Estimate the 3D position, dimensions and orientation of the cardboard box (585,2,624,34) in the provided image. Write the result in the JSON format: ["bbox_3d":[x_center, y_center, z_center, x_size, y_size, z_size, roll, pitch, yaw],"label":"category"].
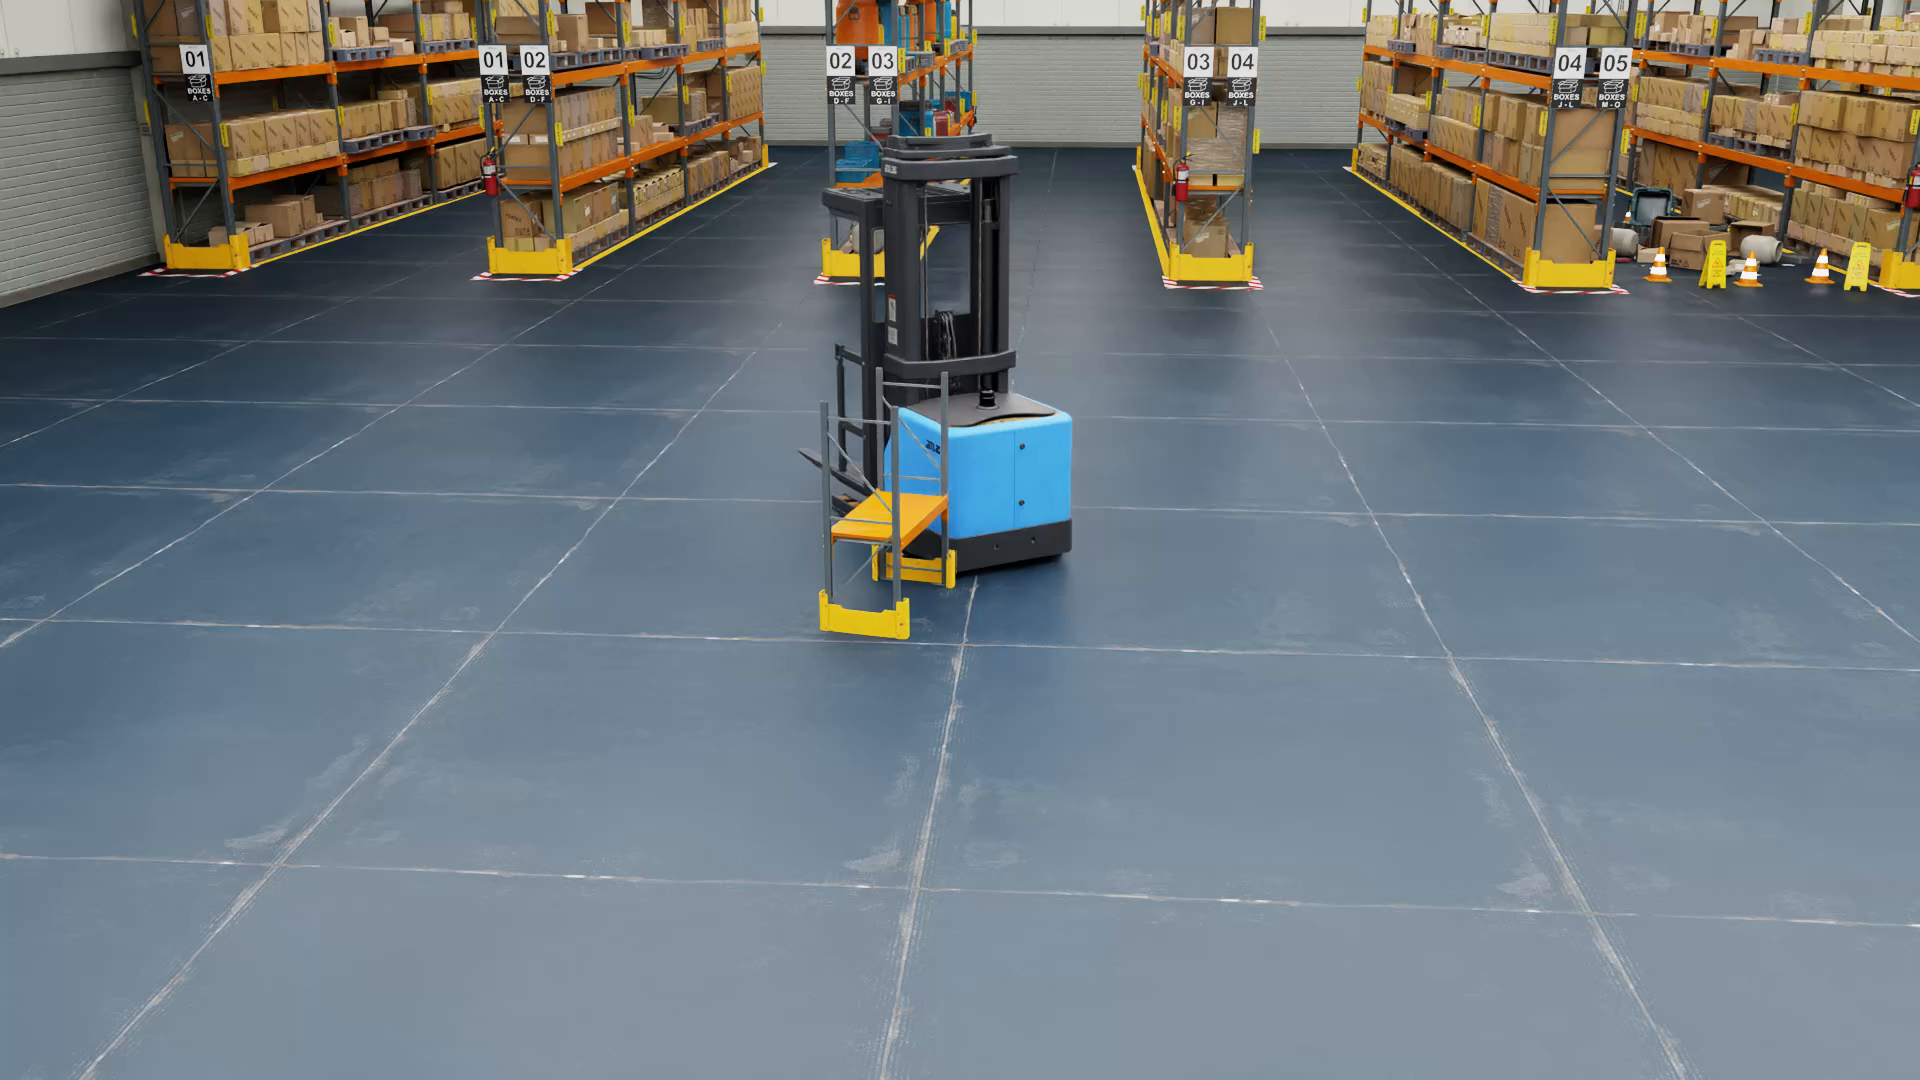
[{"bbox_3d":[-5.930,-8.719,27.760,0.500,0.500,0.500,2,18,5],"label":"cardboard box"}]

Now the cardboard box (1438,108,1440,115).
[{"bbox_3d":[9.419,-8.263,32.075,0.380,0.149,0.250,1,18,3],"label":"cardboard box"}]

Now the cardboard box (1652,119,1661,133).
[{"bbox_3d":[13.942,-8.138,32.682,0.500,0.250,0.500,1,18,3],"label":"cardboard box"}]

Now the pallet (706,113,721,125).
[{"bbox_3d":[-5.606,-8.766,34.666,1.003,0.211,1.213,1,18,4],"label":"pallet"}]

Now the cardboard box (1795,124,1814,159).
[{"bbox_3d":[13.442,-6.233,25.990,0.500,0.500,0.500,1,18,4],"label":"cardboard box"}]

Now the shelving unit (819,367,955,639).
[{"bbox_3d":[-0.465,-0.270,10.838,0.587,1.500,1.083,5,19,16],"label":"shelving unit"}]

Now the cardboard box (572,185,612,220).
[{"bbox_3d":[-5.909,-5.408,26.648,0.500,0.500,0.500,1,18,4],"label":"cardboard box"}]

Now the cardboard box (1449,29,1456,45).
[{"bbox_3d":[8.786,-8.722,28.812,0.500,0.250,0.500,2,18,5],"label":"cardboard box"}]

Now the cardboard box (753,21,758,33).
[{"bbox_3d":[-4.936,-11.772,38.152,0.500,0.250,0.500,1,18,4],"label":"cardboard box"}]

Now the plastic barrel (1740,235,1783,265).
[{"bbox_3d":[12.103,-4.383,25.121,0.512,0.421,0.421,17,25,41],"label":"plastic barrel"}]

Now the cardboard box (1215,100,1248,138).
[{"bbox_3d":[3.891,-5.982,23.619,0.500,0.500,0.500,1,18,4],"label":"cardboard box"}]

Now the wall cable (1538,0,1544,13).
[{"bbox_3d":[14.738,-14.525,42.301,0.463,3.000,0.029,1,18,4],"label":"wall cable"}]

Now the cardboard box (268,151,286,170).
[{"bbox_3d":[-10.825,-5.888,25.783,0.500,0.250,0.500,1,18,3],"label":"cardboard box"}]

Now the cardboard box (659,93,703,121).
[{"bbox_3d":[-5.538,-8.585,32.972,0.700,0.500,0.500,5,19,14],"label":"cardboard box"}]

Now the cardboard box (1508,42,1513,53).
[{"bbox_3d":[8.352,-7.306,24.653,0.380,0.149,0.250,1,18,4],"label":"cardboard box"}]

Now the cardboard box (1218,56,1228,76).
[{"bbox_3d":[3.872,-6.652,23.329,0.500,0.250,0.500,2,18,6],"label":"cardboard box"}]

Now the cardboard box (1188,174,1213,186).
[{"bbox_3d":[3.395,-5.127,23.657,0.380,0.149,0.250,1,18,4],"label":"cardboard box"}]

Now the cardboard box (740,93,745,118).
[{"bbox_3d":[-5.060,-9.617,36.795,0.500,0.500,0.500,1,18,4],"label":"cardboard box"}]

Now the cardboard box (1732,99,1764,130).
[{"bbox_3d":[13.713,-7.344,28.705,0.500,0.500,0.500,2,18,5],"label":"cardboard box"}]

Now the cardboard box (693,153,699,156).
[{"bbox_3d":[-5.745,-7.813,34.759,0.500,0.500,0.500,2,18,5],"label":"cardboard box"}]

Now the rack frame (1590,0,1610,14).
[{"bbox_3d":[14.612,-12.752,36.890,1.000,3.000,0.127,1,18,4],"label":"rack frame"}]

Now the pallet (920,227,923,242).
[{"bbox_3d":[-1.163,-4.974,27.263,1.003,0.211,1.213,1,18,4],"label":"pallet"}]

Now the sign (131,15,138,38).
[{"bbox_3d":[-11.794,-7.350,23.798,0.100,0.325,0.005,1,18,4],"label":"sign"}]

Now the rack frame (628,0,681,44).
[{"bbox_3d":[-5.727,-10.711,30.661,1.000,3.000,0.127,1,18,4],"label":"rack frame"}]

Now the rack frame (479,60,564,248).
[{"bbox_3d":[-6.300,-5.376,24.012,1.000,3.000,0.127,1,18,4],"label":"rack frame"}]

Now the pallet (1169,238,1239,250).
[{"bbox_3d":[3.769,-4.481,25.761,1.003,0.211,1.213,1,18,4],"label":"pallet"}]

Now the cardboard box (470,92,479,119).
[{"bbox_3d":[-10.234,-8.947,34.241,0.500,0.500,0.500,1,18,4],"label":"cardboard box"}]

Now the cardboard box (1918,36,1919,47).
[{"bbox_3d":[13.194,-6.729,22.447,0.380,0.149,0.250,1,18,4],"label":"cardboard box"}]

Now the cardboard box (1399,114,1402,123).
[{"bbox_3d":[8.784,-8.223,32.429,0.380,0.149,0.250,0,18,1],"label":"cardboard box"}]

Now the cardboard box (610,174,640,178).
[{"bbox_3d":[-6.126,-6.542,30.412,0.500,0.311,0.500,1,18,2],"label":"cardboard box"}]

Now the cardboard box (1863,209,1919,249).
[{"bbox_3d":[13.262,-4.436,23.682,0.500,0.500,0.500,1,18,4],"label":"cardboard box"}]

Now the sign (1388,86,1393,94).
[{"bbox_3d":[8.838,-9.160,34.169,0.100,0.325,0.005,1,18,4],"label":"sign"}]

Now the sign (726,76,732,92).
[{"bbox_3d":[-4.886,-9.642,35.171,0.100,0.325,0.005,1,18,4],"label":"sign"}]

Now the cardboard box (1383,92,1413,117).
[{"bbox_3d":[9.133,-9.084,34.690,0.500,0.500,0.500,1,18,4],"label":"cardboard box"}]

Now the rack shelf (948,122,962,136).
[{"bbox_3d":[-0.643,-8.028,33.262,1.077,0.370,4.000,1,18,4],"label":"rack shelf"}]

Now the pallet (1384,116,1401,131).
[{"bbox_3d":[9.180,-8.413,33.589,1.003,0.211,1.213,1,18,4],"label":"pallet"}]

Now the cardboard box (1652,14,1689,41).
[{"bbox_3d":[13.972,-10.065,32.669,0.500,0.500,0.500,1,18,3],"label":"cardboard box"}]

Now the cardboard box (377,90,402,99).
[{"bbox_3d":[-10.671,-8.327,31.109,0.380,0.149,0.250,-2,18,-5],"label":"cardboard box"}]

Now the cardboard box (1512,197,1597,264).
[{"bbox_3d":[8.503,-4.413,23.813,0.875,0.875,0.875,1,18,4],"label":"cardboard box"}]

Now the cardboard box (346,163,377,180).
[{"bbox_3d":[-10.857,-6.633,29.951,0.500,0.250,0.500,1,18,2],"label":"cardboard box"}]

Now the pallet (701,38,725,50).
[{"bbox_3d":[-5.557,-10.238,34.335,1.213,0.211,1.003,1,18,4],"label":"pallet"}]

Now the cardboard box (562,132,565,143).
[{"bbox_3d":[-6.041,-5.931,24.503,0.380,0.149,0.250,1,18,2],"label":"cardboard box"}]

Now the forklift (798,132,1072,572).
[{"bbox_3d":[-0.347,-1.583,12.547,1.130,2.935,3.031,-10,21,-27],"label":"forklift"}]

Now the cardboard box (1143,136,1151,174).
[{"bbox_3d":[4.414,-7.871,34.365,1.225,0.875,0.875,1,18,4],"label":"cardboard box"}]

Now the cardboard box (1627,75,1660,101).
[{"bbox_3d":[14.083,-9.335,34.327,0.500,0.500,0.500,1,18,3],"label":"cardboard box"}]

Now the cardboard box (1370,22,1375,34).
[{"bbox_3d":[9.340,-11.280,36.651,0.500,0.250,0.500,1,18,3],"label":"cardboard box"}]

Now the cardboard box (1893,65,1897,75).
[{"bbox_3d":[13.334,-6.592,23.311,0.380,0.149,0.250,1,18,4],"label":"cardboard box"}]

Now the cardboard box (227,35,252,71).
[{"bbox_3d":[-10.894,-7.232,24.667,0.500,0.500,0.500,2,18,8],"label":"cardboard box"}]

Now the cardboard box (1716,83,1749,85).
[{"bbox_3d":[14.343,-8.242,30.992,0.500,0.500,0.500,1,18,4],"label":"cardboard box"}]

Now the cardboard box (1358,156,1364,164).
[{"bbox_3d":[9.310,-8.670,37.969,0.380,0.149,0.250,2,18,5],"label":"cardboard box"}]

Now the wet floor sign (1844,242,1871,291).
[{"bbox_3d":[12.384,-3.778,22.918,0.267,0.644,0.232,8,20,23],"label":"wet floor sign"}]

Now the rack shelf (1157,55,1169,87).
[{"bbox_3d":[4.010,-8.101,28.666,1.077,0.370,4.000,1,18,4],"label":"rack shelf"}]

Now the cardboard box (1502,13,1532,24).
[{"bbox_3d":[8.388,-7.844,25.014,0.380,0.149,0.250,1,18,3],"label":"cardboard box"}]

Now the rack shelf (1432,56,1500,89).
[{"bbox_3d":[8.950,-7.959,28.232,1.077,0.370,4.000,1,18,4],"label":"rack shelf"}]
